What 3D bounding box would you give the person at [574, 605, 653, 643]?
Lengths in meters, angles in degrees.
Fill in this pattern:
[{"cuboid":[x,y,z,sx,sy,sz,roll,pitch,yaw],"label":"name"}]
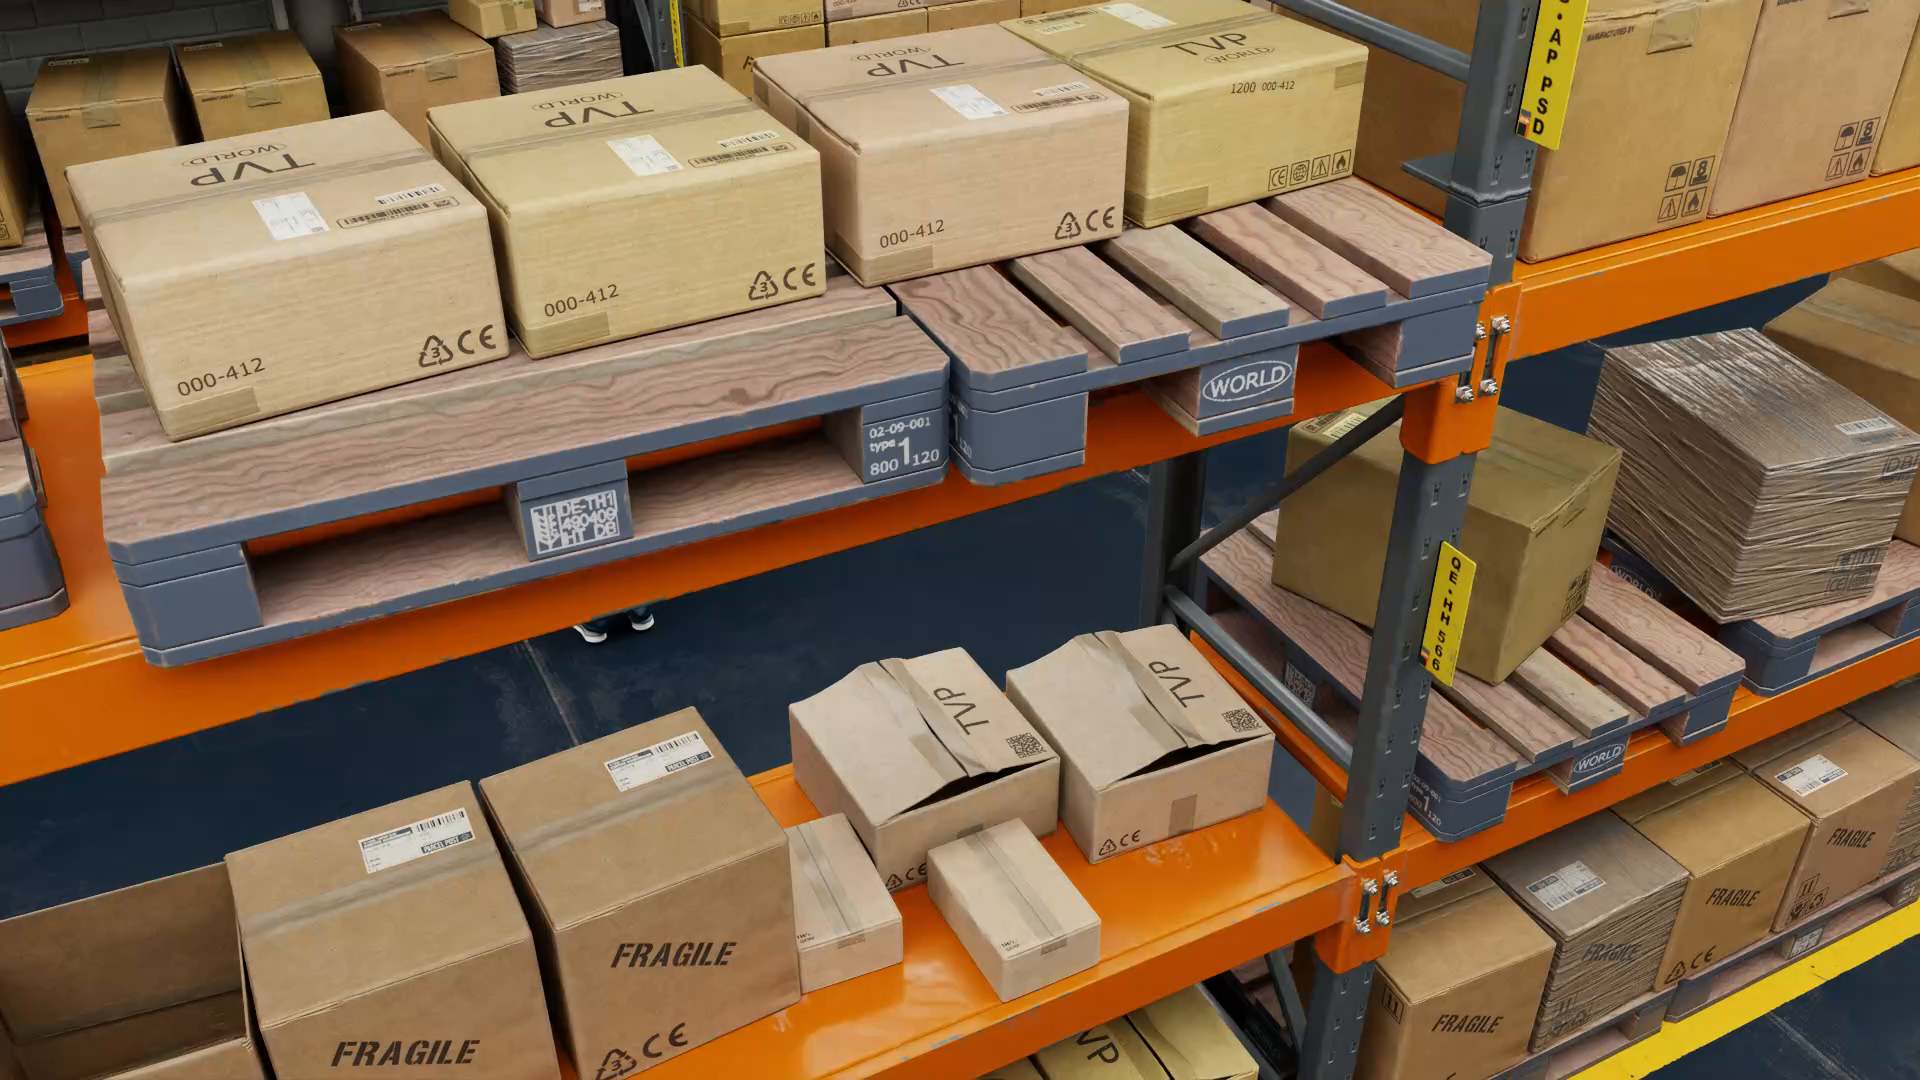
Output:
[{"cuboid":[-1.504,-0.332,6.659,0.405,1.585,0.500,-16,37,-22],"label":"person"}]
